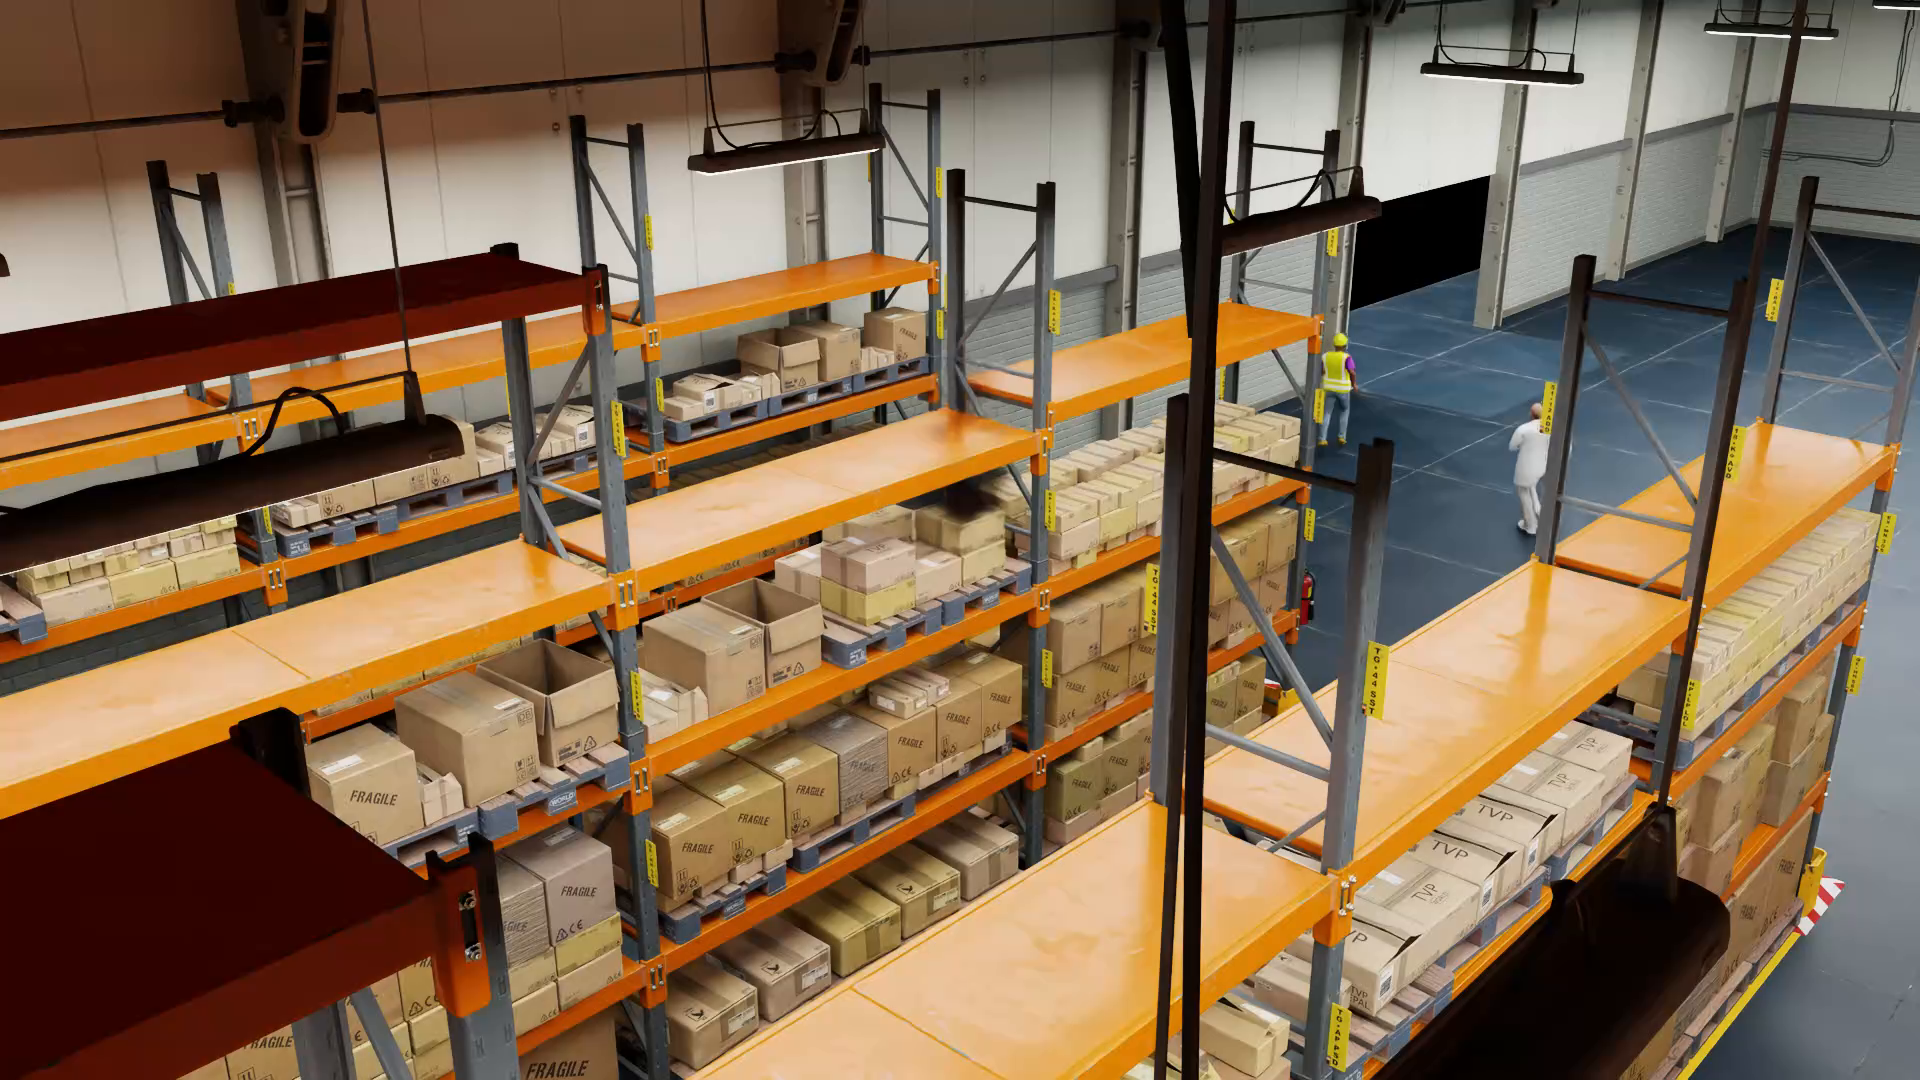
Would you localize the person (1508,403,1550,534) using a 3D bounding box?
[{"bbox_3d":[7.595,-0.998,22.136,0.696,1.741,0.678,-4,22,-11],"label":"person"}]

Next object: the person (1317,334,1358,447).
[{"bbox_3d":[5.736,-2.257,25.360,0.677,1.807,0.807,11,24,26],"label":"person"}]
